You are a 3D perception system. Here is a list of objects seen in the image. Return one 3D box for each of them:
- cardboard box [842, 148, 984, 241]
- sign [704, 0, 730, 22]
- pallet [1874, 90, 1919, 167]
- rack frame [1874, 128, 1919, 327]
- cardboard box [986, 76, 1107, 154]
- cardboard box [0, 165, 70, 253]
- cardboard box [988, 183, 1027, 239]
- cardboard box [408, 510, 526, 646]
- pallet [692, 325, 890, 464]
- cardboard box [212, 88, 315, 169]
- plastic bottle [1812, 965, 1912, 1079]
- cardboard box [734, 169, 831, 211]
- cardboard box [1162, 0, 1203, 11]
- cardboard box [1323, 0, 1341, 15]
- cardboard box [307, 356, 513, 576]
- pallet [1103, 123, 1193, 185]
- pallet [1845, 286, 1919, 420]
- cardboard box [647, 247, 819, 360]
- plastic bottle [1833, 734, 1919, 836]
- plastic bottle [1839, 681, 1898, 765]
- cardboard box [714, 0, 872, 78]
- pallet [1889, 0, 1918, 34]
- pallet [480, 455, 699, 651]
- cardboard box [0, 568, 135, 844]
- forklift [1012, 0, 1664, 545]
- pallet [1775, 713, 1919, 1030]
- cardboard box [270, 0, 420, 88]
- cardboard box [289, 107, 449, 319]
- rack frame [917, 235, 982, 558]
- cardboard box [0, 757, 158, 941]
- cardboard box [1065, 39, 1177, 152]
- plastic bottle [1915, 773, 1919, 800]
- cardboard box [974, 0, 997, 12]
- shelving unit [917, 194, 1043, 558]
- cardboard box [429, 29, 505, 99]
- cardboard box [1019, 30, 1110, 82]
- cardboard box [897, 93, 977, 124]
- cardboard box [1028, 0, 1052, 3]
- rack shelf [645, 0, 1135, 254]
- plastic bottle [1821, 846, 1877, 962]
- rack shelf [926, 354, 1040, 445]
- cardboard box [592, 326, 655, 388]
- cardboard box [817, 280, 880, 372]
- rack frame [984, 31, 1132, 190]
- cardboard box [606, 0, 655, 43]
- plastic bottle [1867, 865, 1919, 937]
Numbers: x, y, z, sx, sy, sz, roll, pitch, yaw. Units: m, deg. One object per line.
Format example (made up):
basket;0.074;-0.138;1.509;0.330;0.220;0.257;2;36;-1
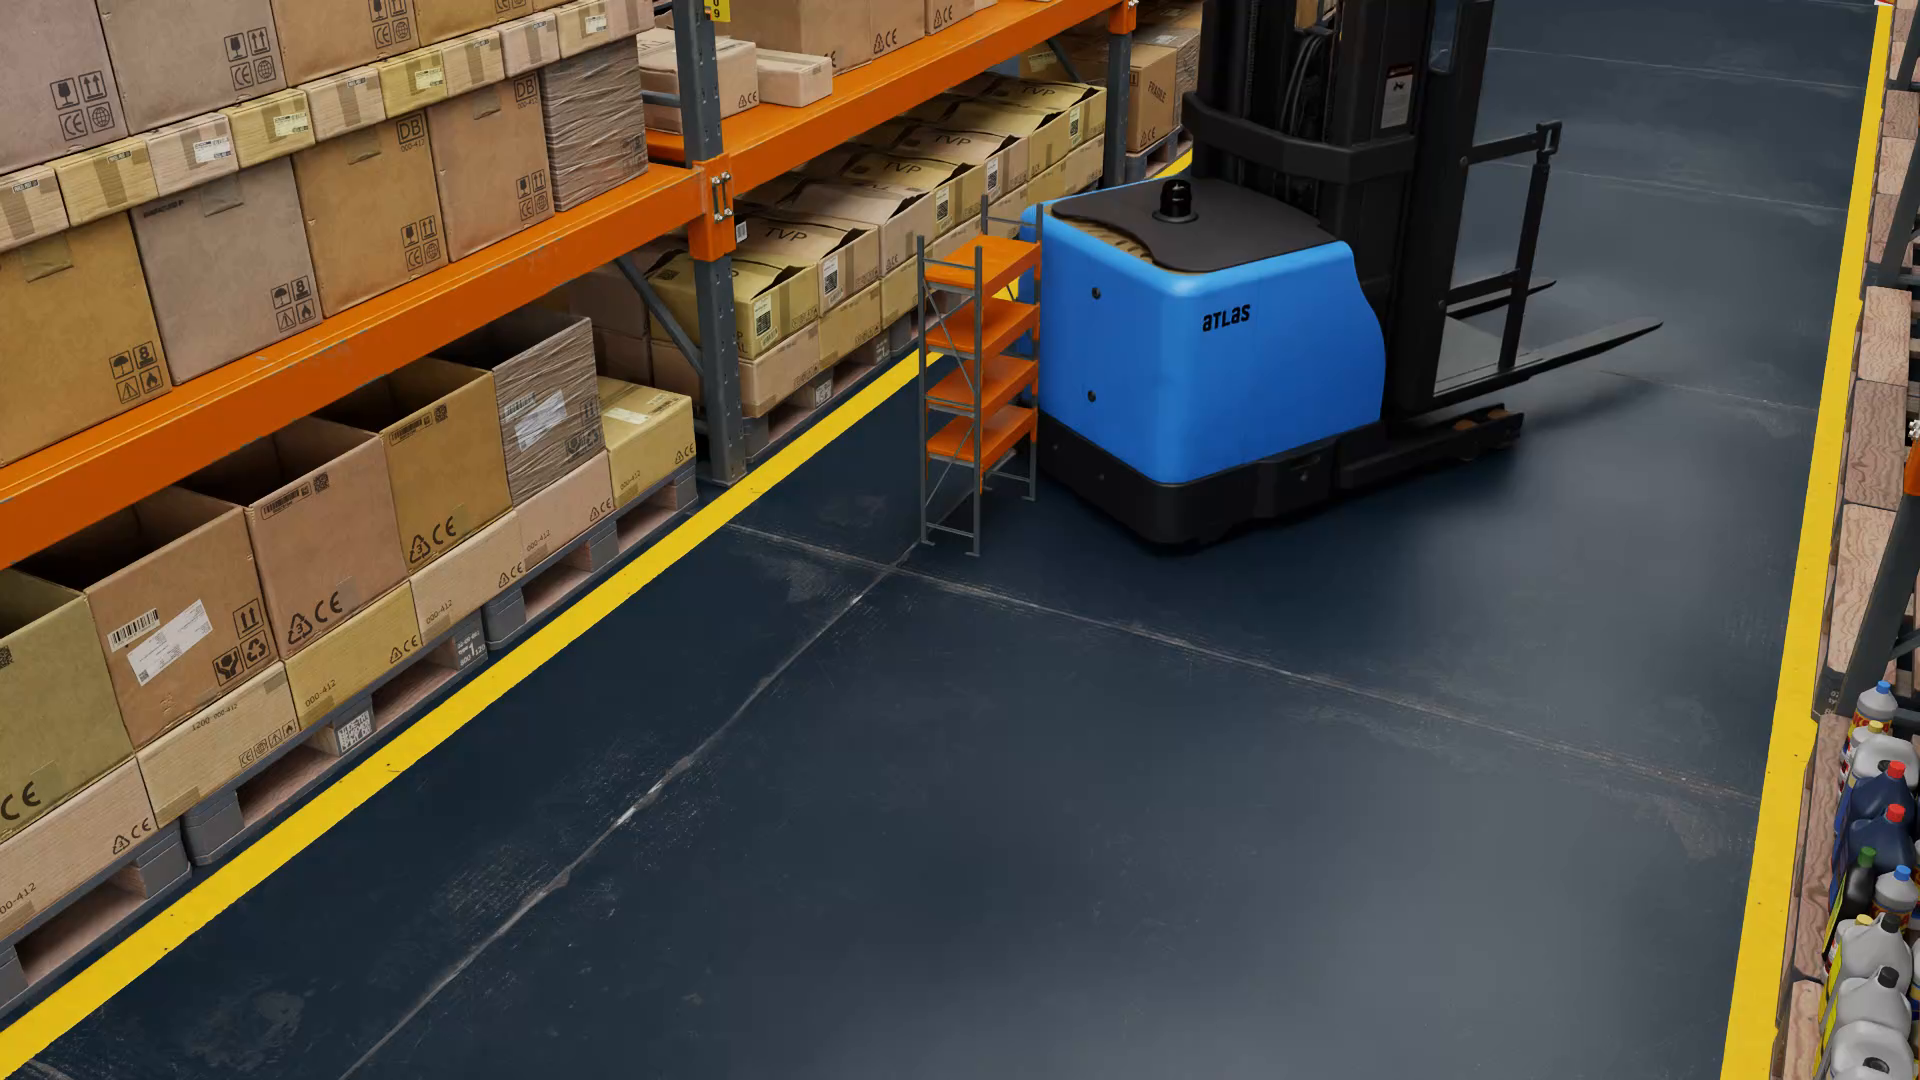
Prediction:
cardboard box;-0.220;-1.687;7.953;0.500;0.311;0.500;15;33;25
sign;-0.835;-1.931;5.651;0.100;0.325;0.005;14;33;23
pallet;6.334;-2.525;10.436;1.003;0.211;1.213;14;33;23
rack frame;4.901;-2.294;7.232;1.000;3.000;0.127;14;33;23
cardboard box;0.473;-2.364;9.131;0.500;0.311;0.500;15;33;25
cardboard box;-2.312;-0.781;3.845;0.380;0.149;0.250;13;32;22
cardboard box;0.007;-1.669;8.483;0.500;0.250;0.500;15;33;24
cardboard box;-1.797;0.064;5.466;0.500;0.250;0.500;14;33;23
pallet;-1.029;-0.772;7.383;1.003;0.211;1.213;14;33;23
cardboard box;-1.961;-1.121;4.437;0.380;0.149;0.250;15;33;25
plastic bottle;1.977;1.056;3.618;0.144;0.351;0.185;16;33;25
cardboard box;-0.939;-1.576;7.759;0.500;0.311;0.500;14;33;23
cardboard box;1.654;-3.350;11.140;0.500;0.500;0.500;13;32;22
cardboard box;2.699;-4.354;13.079;0.500;0.311;0.500;14;33;23
cardboard box;-1.809;-0.264;5.284;0.500;0.500;0.500;14;33;23
pallet;0.866;-2.532;10.448;1.003;0.211;1.213;14;33;23
pallet;4.513;-0.750;7.344;1.003;0.211;1.213;14;33;23
cardboard box;-0.920;-1.006;6.765;0.500;0.311;0.500;14;33;23
plastic bottle;2.420;0.661;4.380;0.152;0.276;0.135;16;33;25
plastic bottle;2.543;0.513;4.642;0.097;0.271;0.097;0;30;0
cardboard box;-0.725;-2.260;7.072;0.500;0.500;0.500;17;34;27
pallet;8.135;-4.274;13.481;1.003;0.211;1.213;14;33;23
pallet;-1.729;-0.094;6.201;1.003;0.211;1.213;14;33;23
cardboard box;-2.483;0.403;4.123;0.500;0.500;0.500;14;33;23
forklift;1.729;-1.799;6.440;3.031;2.935;1.130;-18;34;-28
pallet;2.735;0.977;4.337;1.003;0.211;1.213;14;33;23
cardboard box;-1.984;-1.608;4.634;0.700;0.500;0.500;14;33;23
cardboard box;-1.993;-1.034;4.939;0.700;0.500;0.500;15;33;24
rack frame;-0.036;-0.486;5.891;0.240;1.200;0.015;14;33;23
cardboard box;-2.485;0.728;4.310;0.500;0.250;0.500;14;33;23
cardboard box;0.954;-2.663;9.944;0.500;0.500;0.500;16;33;25
plastic bottle;2.515;0.682;4.337;0.061;0.283;0.133;14;33;23
cardboard box;-0.038;-2.732;8.248;0.380;0.149;0.250;17;34;27
shelving unit;0.075;-0.594;6.079;0.258;1.200;0.503;14;33;23
cardboard box;-1.613;-1.459;5.027;0.380;0.149;0.250;14;33;23
cardboard box;0.710;-2.994;10.520;0.500;0.500;0.500;16;33;25
cardboard box;-0.239;-2.252;8.936;0.500;0.311;0.500;13;33;22
cardboard box;0.329;-2.849;8.451;0.380;0.149;0.250;14;33;23
rack shelf;-0.418;-2.221;7.827;1.077;0.370;4.000;14;33;23
plastic bottle;2.143;0.878;3.996;0.061;0.283;0.133;16;33;25
rack shelf;0.075;-0.535;6.112;0.258;0.148;0.480;14;33;23
cardboard box;-1.399;-0.885;7.119;0.500;0.250;0.500;14;33;23
cardboard box;-0.691;-0.985;7.292;0.500;0.250;0.500;15;33;24
rack frame;0.493;-3.419;9.192;1.000;3.000;0.127;14;33;23
cardboard box;-1.263;-1.802;5.623;0.380;0.149;0.250;14;33;23
plastic bottle;2.222;0.893;3.981;0.097;0.271;0.097;0;30;0
